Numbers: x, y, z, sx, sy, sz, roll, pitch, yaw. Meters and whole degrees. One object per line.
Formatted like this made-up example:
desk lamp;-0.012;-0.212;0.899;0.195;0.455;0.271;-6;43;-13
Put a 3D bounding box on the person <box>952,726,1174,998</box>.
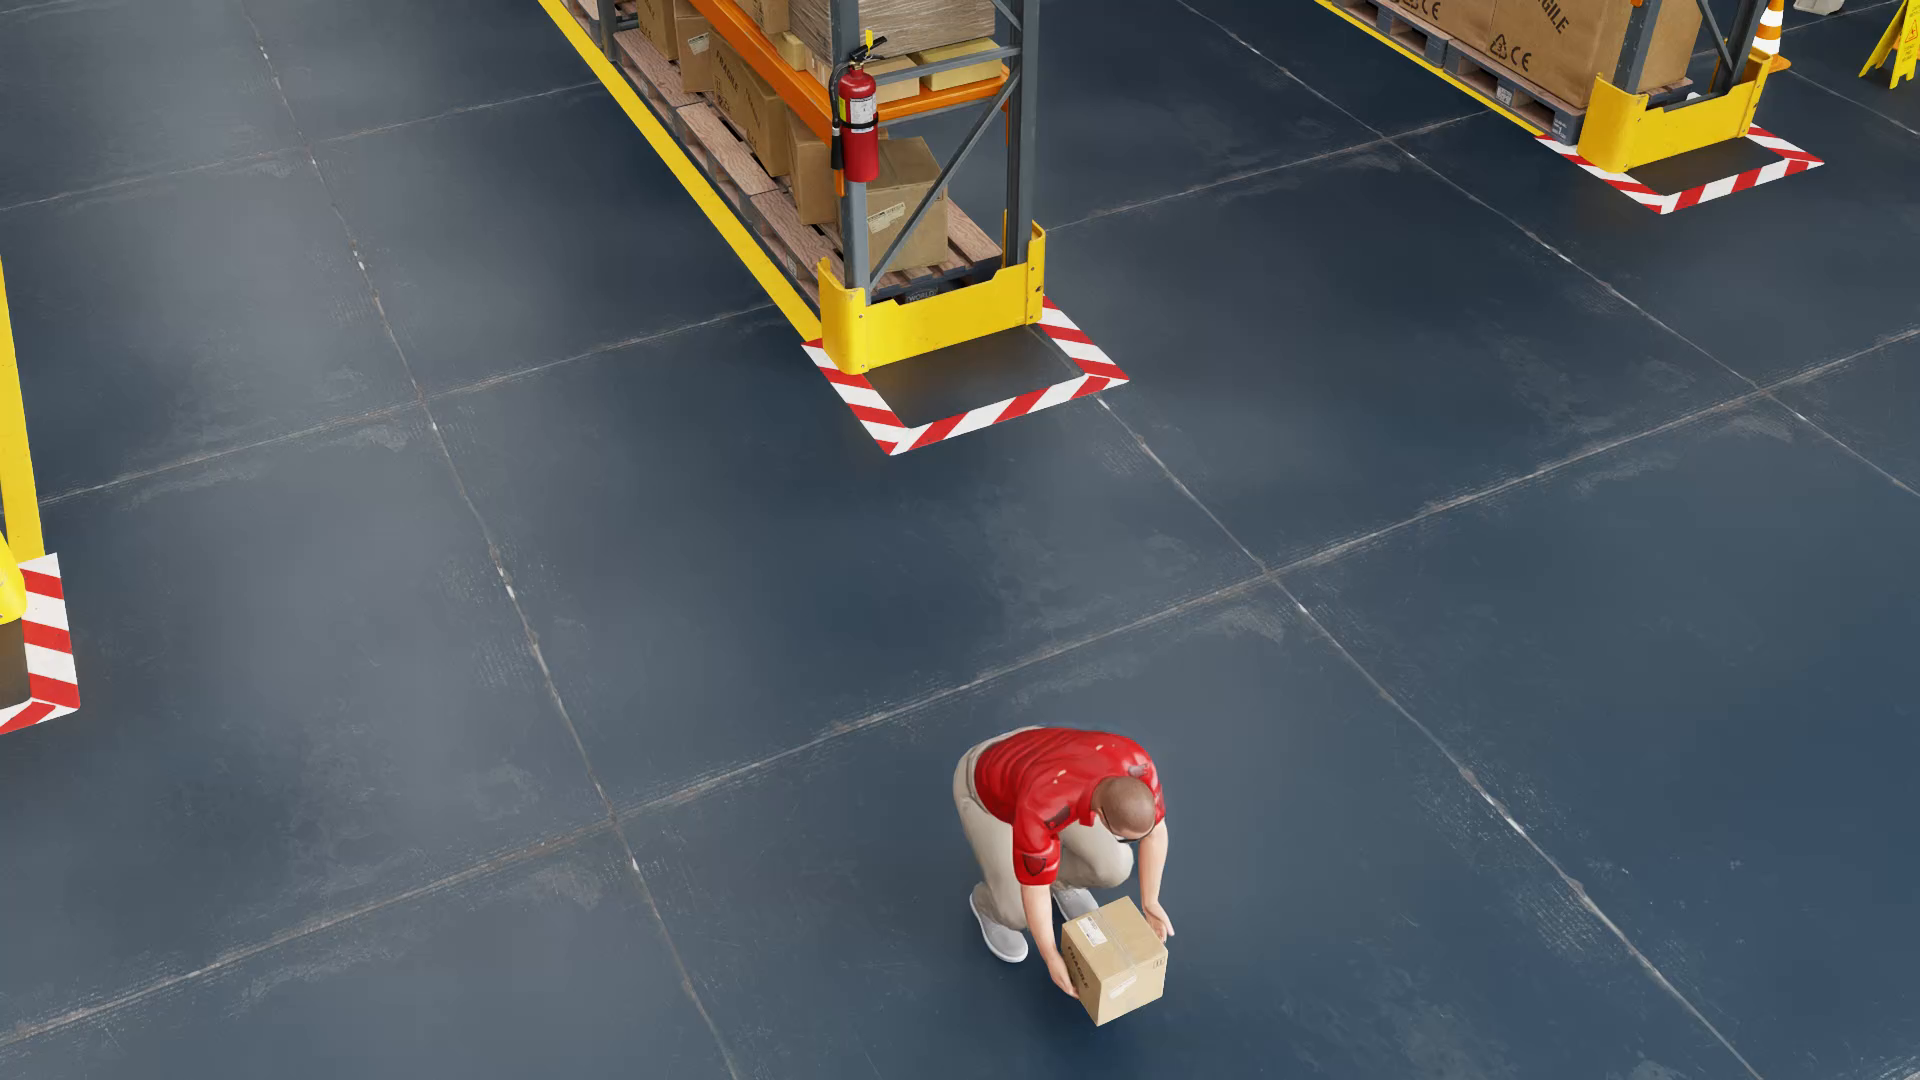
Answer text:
person;0.342;0.981;5.546;0.576;1.074;0.844;-19;44;-20
